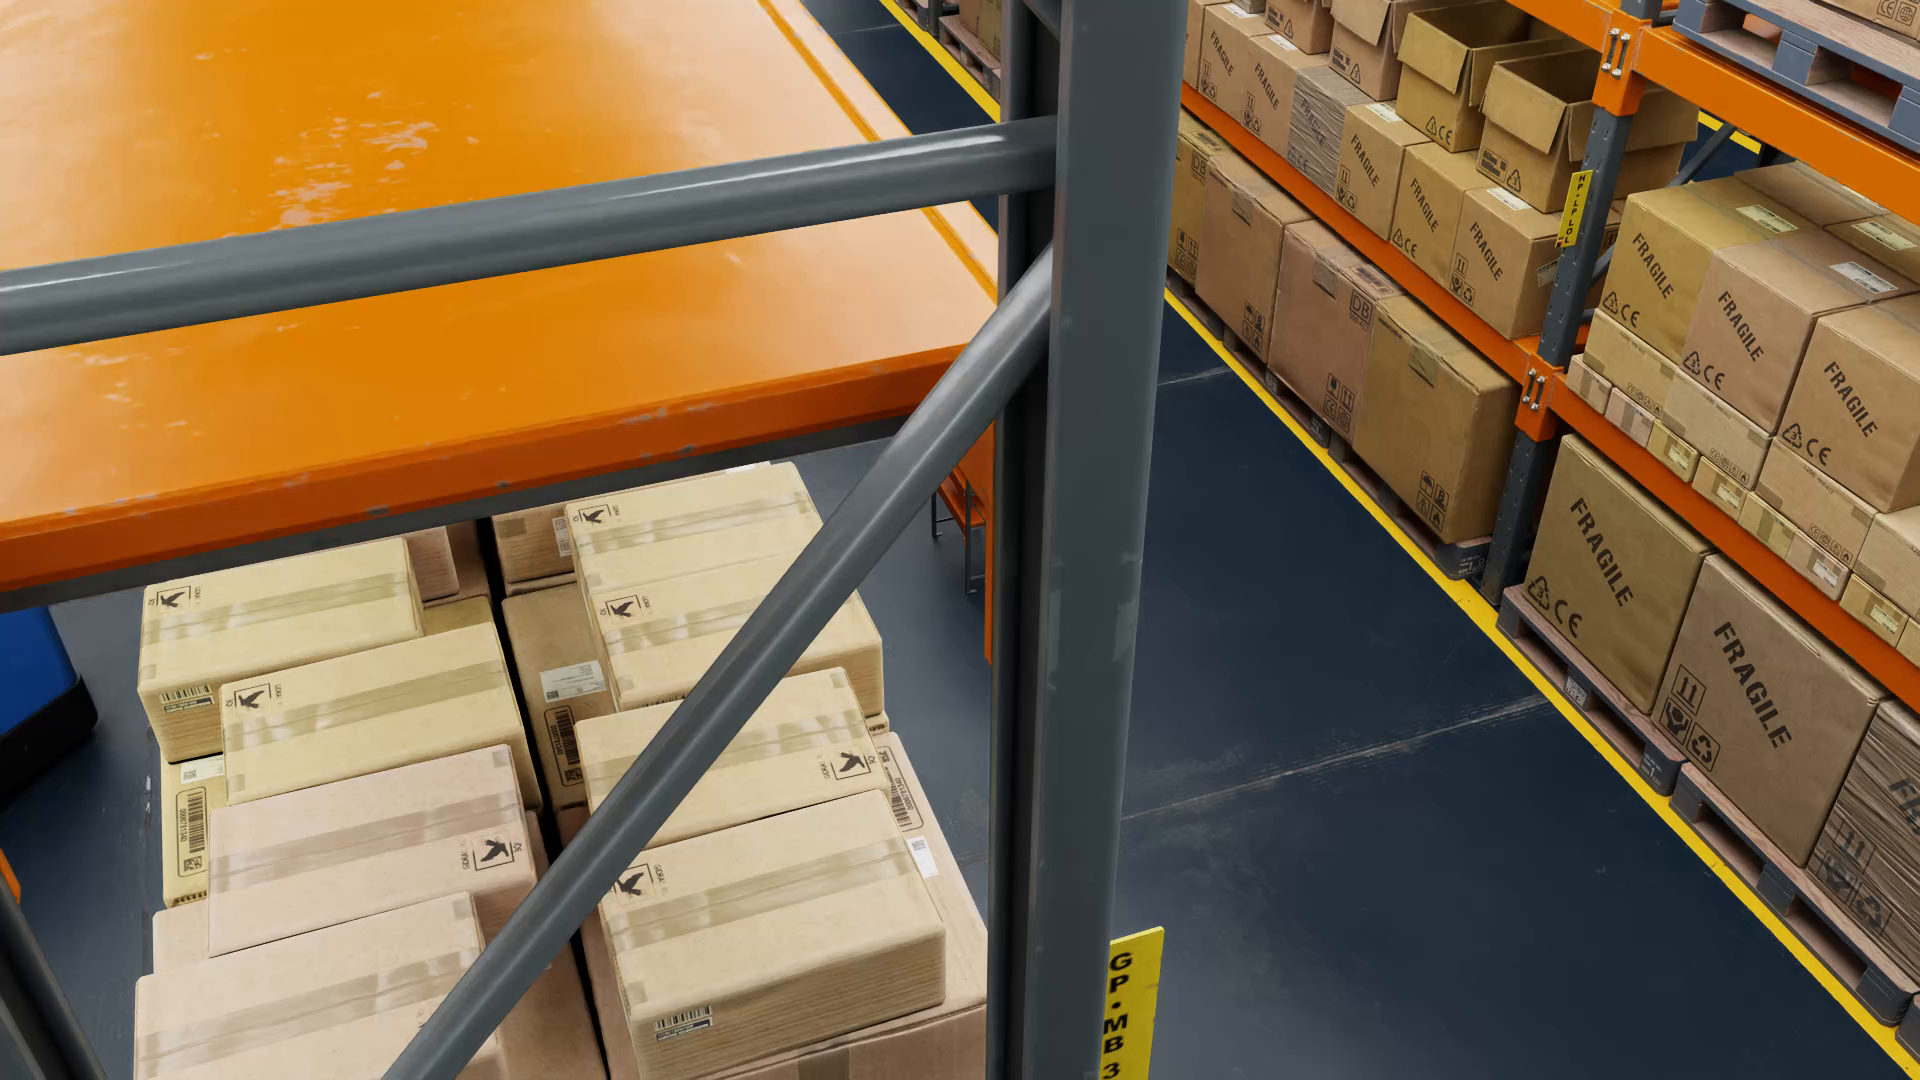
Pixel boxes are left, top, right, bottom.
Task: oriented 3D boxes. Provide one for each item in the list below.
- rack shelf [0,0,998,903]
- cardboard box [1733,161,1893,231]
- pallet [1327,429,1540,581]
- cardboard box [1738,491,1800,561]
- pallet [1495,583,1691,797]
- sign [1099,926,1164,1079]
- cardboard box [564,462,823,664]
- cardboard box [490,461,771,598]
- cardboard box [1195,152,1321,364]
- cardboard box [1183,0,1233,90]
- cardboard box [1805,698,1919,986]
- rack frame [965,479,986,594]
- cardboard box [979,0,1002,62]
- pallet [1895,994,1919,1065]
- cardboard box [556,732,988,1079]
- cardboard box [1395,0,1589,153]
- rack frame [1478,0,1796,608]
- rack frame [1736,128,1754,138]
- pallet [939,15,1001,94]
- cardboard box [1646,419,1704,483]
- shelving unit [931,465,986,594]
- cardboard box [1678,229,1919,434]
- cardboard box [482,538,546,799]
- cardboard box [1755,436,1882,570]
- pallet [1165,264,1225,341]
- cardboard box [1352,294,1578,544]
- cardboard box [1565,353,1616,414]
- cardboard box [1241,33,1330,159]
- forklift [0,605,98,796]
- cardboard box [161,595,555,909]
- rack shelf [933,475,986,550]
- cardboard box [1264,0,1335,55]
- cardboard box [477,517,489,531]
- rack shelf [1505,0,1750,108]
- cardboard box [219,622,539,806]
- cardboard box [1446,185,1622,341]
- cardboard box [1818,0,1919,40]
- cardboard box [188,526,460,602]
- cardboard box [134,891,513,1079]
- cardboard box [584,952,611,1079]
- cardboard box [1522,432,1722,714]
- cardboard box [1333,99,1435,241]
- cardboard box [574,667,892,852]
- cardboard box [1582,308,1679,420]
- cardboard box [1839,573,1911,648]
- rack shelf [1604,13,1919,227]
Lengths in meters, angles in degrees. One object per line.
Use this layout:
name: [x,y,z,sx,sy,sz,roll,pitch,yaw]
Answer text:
rack shelf: [-1.027,-1.024,2.791,1.077,0.370,4.000,-12,39,-16]
cardboard box: [3.386,-1.170,6.624,0.500,0.500,0.500,-11,38,-15]
pallet: [2.641,-0.322,8.563,1.003,0.211,1.213,-12,39,-16]
cardboard box: [3.128,-0.090,6.145,0.380,0.149,0.250,-13,39,-17]
pallet: [3.165,0.544,7.413,1.003,0.211,1.213,-12,39,-16]
sign: [0.171,0.554,1.862,0.100,0.325,0.005,-12,39,-16]
cardboard box: [-0.415,0.033,2.658,0.380,0.149,0.250,-12,39,-15]
cardboard box: [-0.589,-0.008,3.044,0.500,0.250,0.500,-12,39,-15]
cardboard box: [2.118,-1.695,9.485,1.225,0.875,0.875,-12,39,-16]
cardboard box: [1.512,-2.984,9.696,0.500,0.500,0.500,-11,38,-15]
cardboard box: [3.745,1.066,5.819,0.875,0.875,0.875,-12,39,-16]
rack frame: [0.141,-0.248,7.642,0.240,1.200,0.015,-12,39,-16]
cardboard box: [0.561,-4.088,12.956,0.700,0.500,0.500,-13,39,-16]
pallet: [4.005,1.922,5.583,1.003,0.211,1.213,-12,39,-16]
cardboard box: [-0.249,0.568,2.279,0.500,0.250,0.500,-12,39,-15]
cardboard box: [2.524,-2.205,7.828,0.797,0.503,0.637,-12,39,-15]
rack frame: [2.977,-1.016,7.166,1.000,3.000,0.127,-12,39,-16]
rack frame: [6.251,-4.301,11.527,1.000,3.000,0.127,-12,39,-16]
pallet: [0.493,-3.982,13.421,1.003,0.211,1.213,-12,39,-16]
cardboard box: [2.948,-0.382,6.534,0.380,0.149,0.250,-11,38,-14]
shelving unit: [0.057,-0.386,7.825,0.258,1.200,0.503,-12,39,-16]
cardboard box: [3.064,-0.771,6.095,0.500,0.500,0.500,-12,39,-16]
cardboard box: [-0.620,0.182,3.207,0.500,0.250,0.500,-14,39,-17]
cardboard box: [3.243,-0.181,5.936,0.500,0.250,0.500,-12,38,-15]
pallet: [1.801,-1.700,10.393,1.003,0.211,1.213,-12,39,-16]
cardboard box: [2.738,-0.692,8.153,1.225,0.875,0.875,-12,39,-16]
cardboard box: [2.766,-0.679,6.928,0.380,0.149,0.250,-12,39,-16]
cardboard box: [1.871,-2.405,8.927,0.500,0.500,0.500,-13,39,-17]
forklift: [-5.257,-0.496,6.533,3.031,2.935,1.130,18,40,22]
cardboard box: [-0.913,0.380,2.529,0.500,0.250,0.500,-13,39,-17]
rack shelf: [0.057,-0.173,7.985,0.258,0.148,0.480,-12,39,-16]
cardboard box: [2.058,-2.931,8.791,0.797,0.503,0.637,-12,39,-15]
cardboard box: [-1.250,-0.198,3.296,0.500,0.250,0.500,-14,39,-18]
rack shelf: [2.289,-3.056,7.980,1.077,0.370,4.000,-12,39,-16]
cardboard box: [-0.811,0.285,2.323,0.380,0.149,0.250,-14,39,-17]
cardboard box: [2.559,-1.263,7.411,0.500,0.500,0.500,-12,39,-16]
cardboard box: [3.303,-2.032,5.506,0.700,0.500,0.500,-15,39,-19]
cardboard box: [-1.034,0.003,2.698,0.380,0.149,0.250,-13,39,-17]
cardboard box: [-0.729,0.590,1.919,0.380,0.149,0.250,-13,39,-16]
cardboard box: [-0.253,0.769,2.428,0.500,0.250,0.500,-11,38,-14]
cardboard box: [3.129,0.055,7.162,0.875,0.875,0.875,-12,39,-16]
cardboard box: [2.209,-1.838,8.174,0.500,0.500,0.500,-13,39,-16]
cardboard box: [-0.307,0.339,2.252,0.380,0.149,0.250,-11,38,-14]
cardboard box: [2.893,-0.755,6.697,0.500,0.250,0.500,-13,39,-17]
cardboard box: [3.304,0.201,5.759,0.380,0.149,0.250,-14,39,-17]
rack shelf: [3.665,-0.797,4.980,1.077,0.370,4.000,-12,39,-16]
